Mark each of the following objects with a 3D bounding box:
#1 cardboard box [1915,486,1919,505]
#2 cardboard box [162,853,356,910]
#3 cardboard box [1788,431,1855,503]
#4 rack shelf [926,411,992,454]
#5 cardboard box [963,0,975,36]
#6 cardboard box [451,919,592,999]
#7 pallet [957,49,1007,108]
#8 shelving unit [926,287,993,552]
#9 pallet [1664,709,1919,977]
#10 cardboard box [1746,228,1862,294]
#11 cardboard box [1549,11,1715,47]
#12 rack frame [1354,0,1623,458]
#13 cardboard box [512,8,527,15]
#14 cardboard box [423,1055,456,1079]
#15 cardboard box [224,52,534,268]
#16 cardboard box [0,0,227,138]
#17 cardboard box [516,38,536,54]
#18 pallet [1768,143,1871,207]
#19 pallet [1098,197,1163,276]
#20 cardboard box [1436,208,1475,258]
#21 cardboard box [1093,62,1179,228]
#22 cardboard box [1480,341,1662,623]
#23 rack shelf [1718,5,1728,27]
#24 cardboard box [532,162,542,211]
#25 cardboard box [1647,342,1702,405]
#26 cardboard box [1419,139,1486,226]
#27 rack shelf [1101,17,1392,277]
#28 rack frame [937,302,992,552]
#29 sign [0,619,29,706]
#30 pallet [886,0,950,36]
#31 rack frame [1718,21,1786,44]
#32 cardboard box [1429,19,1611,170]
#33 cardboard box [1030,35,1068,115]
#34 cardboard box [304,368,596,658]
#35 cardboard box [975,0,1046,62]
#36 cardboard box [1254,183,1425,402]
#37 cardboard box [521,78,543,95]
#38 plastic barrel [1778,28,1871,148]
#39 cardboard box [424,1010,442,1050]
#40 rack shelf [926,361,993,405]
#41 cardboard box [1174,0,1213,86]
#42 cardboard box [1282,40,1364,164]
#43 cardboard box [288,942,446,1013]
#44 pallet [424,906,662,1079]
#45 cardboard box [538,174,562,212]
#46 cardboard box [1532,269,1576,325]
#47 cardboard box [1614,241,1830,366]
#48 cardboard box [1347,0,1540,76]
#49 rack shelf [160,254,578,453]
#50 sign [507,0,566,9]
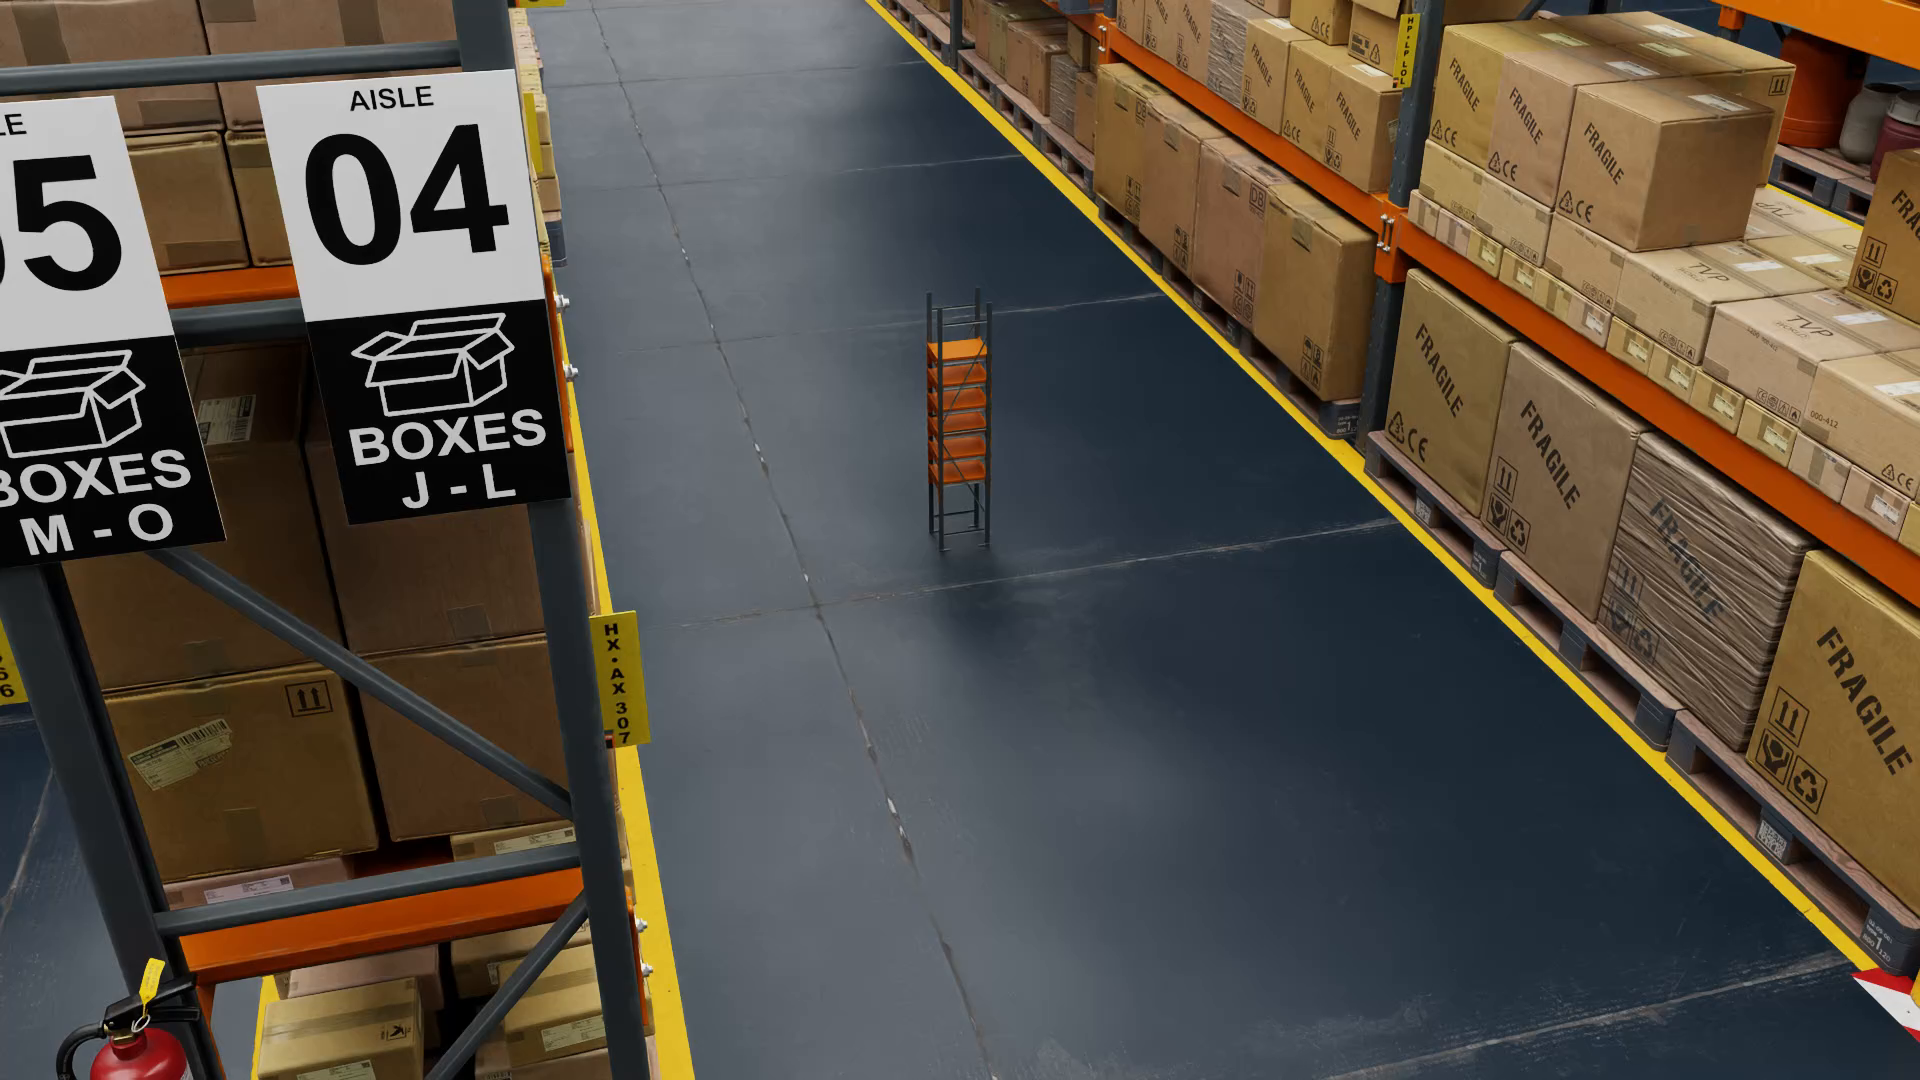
[{"bbox_3d":[3.205,-0.137,4.846,0.500,0.250,0.500,-8,31,-14],"label":"cardboard box"},{"bbox_3d":[-1.578,0.725,3.754,0.380,0.149,0.250,-8,31,-13],"label":"cardboard box"},{"bbox_3d":[2.976,-0.262,5.459,0.380,0.149,0.250,-7,31,-12],"label":"cardboard box"},{"bbox_3d":[-0.004,-0.488,7.484,0.258,0.103,0.180,-8,31,-13],"label":"rack shelf"},{"bbox_3d":[0.337,-4.969,15.416,0.500,0.500,0.500,-9,31,-15],"label":"cardboard box"},{"bbox_3d":[-1.220,1.115,4.662,0.380,0.149,0.250,-7,31,-12],"label":"cardboard box"},{"bbox_3d":[0.613,-4.088,14.602,1.003,0.211,1.213,-8,31,-13],"label":"pallet"},{"bbox_3d":[-0.004,-0.526,7.462,0.258,1.200,0.189,-8,31,-13],"label":"shelving unit"},{"bbox_3d":[3.302,0.956,5.887,1.003,0.211,1.213,-8,31,-13],"label":"pallet"},{"bbox_3d":[3.305,-0.951,6.251,0.500,0.250,0.500,-8,31,-14],"label":"cardboard box"},{"bbox_3d":[2.908,-2.009,7.330,0.500,0.500,0.500,-7,31,-12],"label":"cardboard box"},{"bbox_3d":[2.528,-1.807,7.877,1.000,3.000,0.127,-8,31,-13],"label":"rack frame"},{"bbox_3d":[-2.429,-2.658,8.585,0.380,0.149,0.250,-6,31,-11],"label":"cardboard box"},{"bbox_3d":[-1.560,1.562,4.484,0.380,0.149,0.250,-7,31,-12],"label":"cardboard box"},{"bbox_3d":[-1.092,-0.748,3.204,0.500,0.250,0.500,-7,31,-12],"label":"cardboard box"},{"bbox_3d":[-1.586,-0.902,2.971,0.500,0.250,0.500,-9,31,-15],"label":"cardboard box"},{"bbox_3d":[-2.220,-2.280,7.933,0.380,0.149,0.250,-8,31,-14],"label":"cardboard box"},{"bbox_3d":[6.491,-2.815,12.403,1.003,0.211,1.213,-8,31,-13],"label":"pallet"},{"bbox_3d":[1.603,-2.141,11.238,1.003,0.211,1.213,-8,31,-13],"label":"pallet"},{"bbox_3d":[2.356,-1.384,7.397,0.380,0.149,0.250,-9,31,-15],"label":"cardboard box"},{"bbox_3d":[1.630,-2.665,11.061,1.225,0.875,0.875,-9,31,-16],"label":"cardboard box"},{"bbox_3d":[2.865,-0.305,6.984,0.875,0.875,0.875,-8,31,-13],"label":"cardboard box"},{"bbox_3d":[5.711,-5.052,14.202,1.077,0.370,4.000,-8,31,-13],"label":"rack shelf"},{"bbox_3d":[-1.477,-0.864,4.853,0.500,0.500,0.500,-9,31,-15],"label":"cardboard box"},{"bbox_3d":[2.773,-0.633,6.099,0.380,0.149,0.250,-7,31,-12],"label":"cardboard box"},{"bbox_3d":[2.400,-1.609,7.388,0.500,0.250,0.500,-8,31,-14],"label":"cardboard box"},{"bbox_3d":[1.997,-2.461,9.726,1.077,0.370,4.000,-8,31,-13],"label":"rack shelf"},{"bbox_3d":[0.020,-0.482,7.385,0.240,1.200,0.006,-8,31,-13],"label":"rack frame"},{"bbox_3d":[-1.759,0.162,3.004,0.100,0.325,0.005,-8,31,-13],"label":"sign"},{"bbox_3d":[-0.135,-5.374,16.823,1.003,0.211,1.213,-8,31,-13],"label":"pallet"},{"bbox_3d":[6.242,-4.397,12.352,1.000,3.000,0.127,-8,31,-13],"label":"rack frame"},{"bbox_3d":[2.409,-1.930,7.194,0.500,0.500,0.500,-8,31,-13],"label":"cardboard box"},{"bbox_3d":[0.953,-3.707,13.217,0.700,0.500,0.500,-5,30,-9],"label":"cardboard box"},{"bbox_3d":[-1.082,-0.121,3.570,0.500,0.500,0.500,-8,31,-14],"label":"cardboard box"},{"bbox_3d":[0.547,-4.480,14.551,0.700,0.500,0.500,-10,32,-17],"label":"cardboard box"},{"bbox_3d":[2.339,-1.375,8.833,1.225,0.875,0.875,-8,31,-13],"label":"cardboard box"},{"bbox_3d":[-2.022,-1.912,7.296,0.380,0.149,0.250,-7,31,-12],"label":"cardboard box"},{"bbox_3d":[6.388,-3.406,12.387,0.600,0.830,0.708,-8,31,-13],"label":"plastic barrel"},{"bbox_3d":[-1.652,1.309,4.624,0.380,0.149,0.250,-9,31,-14],"label":"cardboard box"},{"bbox_3d":[-0.004,-0.696,7.364,0.258,0.103,0.180,-8,31,-13],"label":"rack shelf"},{"bbox_3d":[1.612,-3.015,9.865,0.500,0.500,0.500,-8,31,-14],"label":"cardboard box"},{"bbox_3d":[2.016,-2.279,8.594,0.500,0.500,0.500,-7,31,-12],"label":"cardboard box"},{"bbox_3d":[-1.615,1.180,4.550,0.380,0.149,0.250,-7,31,-12],"label":"cardboard box"},{"bbox_3d":[-1.421,1.509,4.932,1.003,0.211,1.213,-8,31,-13],"label":"pallet"},{"bbox_3d":[-1.942,-1.520,7.214,0.380,0.149,0.250,-9,31,-16],"label":"cardboard box"},{"bbox_3d":[2.566,-1.006,6.745,0.380,0.149,0.250,-8,31,-14],"label":"cardboard box"},{"bbox_3d":[2.794,-0.879,6.127,0.500,0.250,0.500,-8,31,-13],"label":"cardboard box"},{"bbox_3d":[2.351,-2.591,8.132,0.797,0.503,0.637,-9,31,-15],"label":"cardboard box"},{"bbox_3d":[-1.750,-1.217,4.582,1.077,0.370,4.000,-8,31,-13],"label":"rack shelf"},{"bbox_3d":[-0.696,-1.013,2.639,0.100,0.325,0.005,-8,31,-13],"label":"sign"}]
